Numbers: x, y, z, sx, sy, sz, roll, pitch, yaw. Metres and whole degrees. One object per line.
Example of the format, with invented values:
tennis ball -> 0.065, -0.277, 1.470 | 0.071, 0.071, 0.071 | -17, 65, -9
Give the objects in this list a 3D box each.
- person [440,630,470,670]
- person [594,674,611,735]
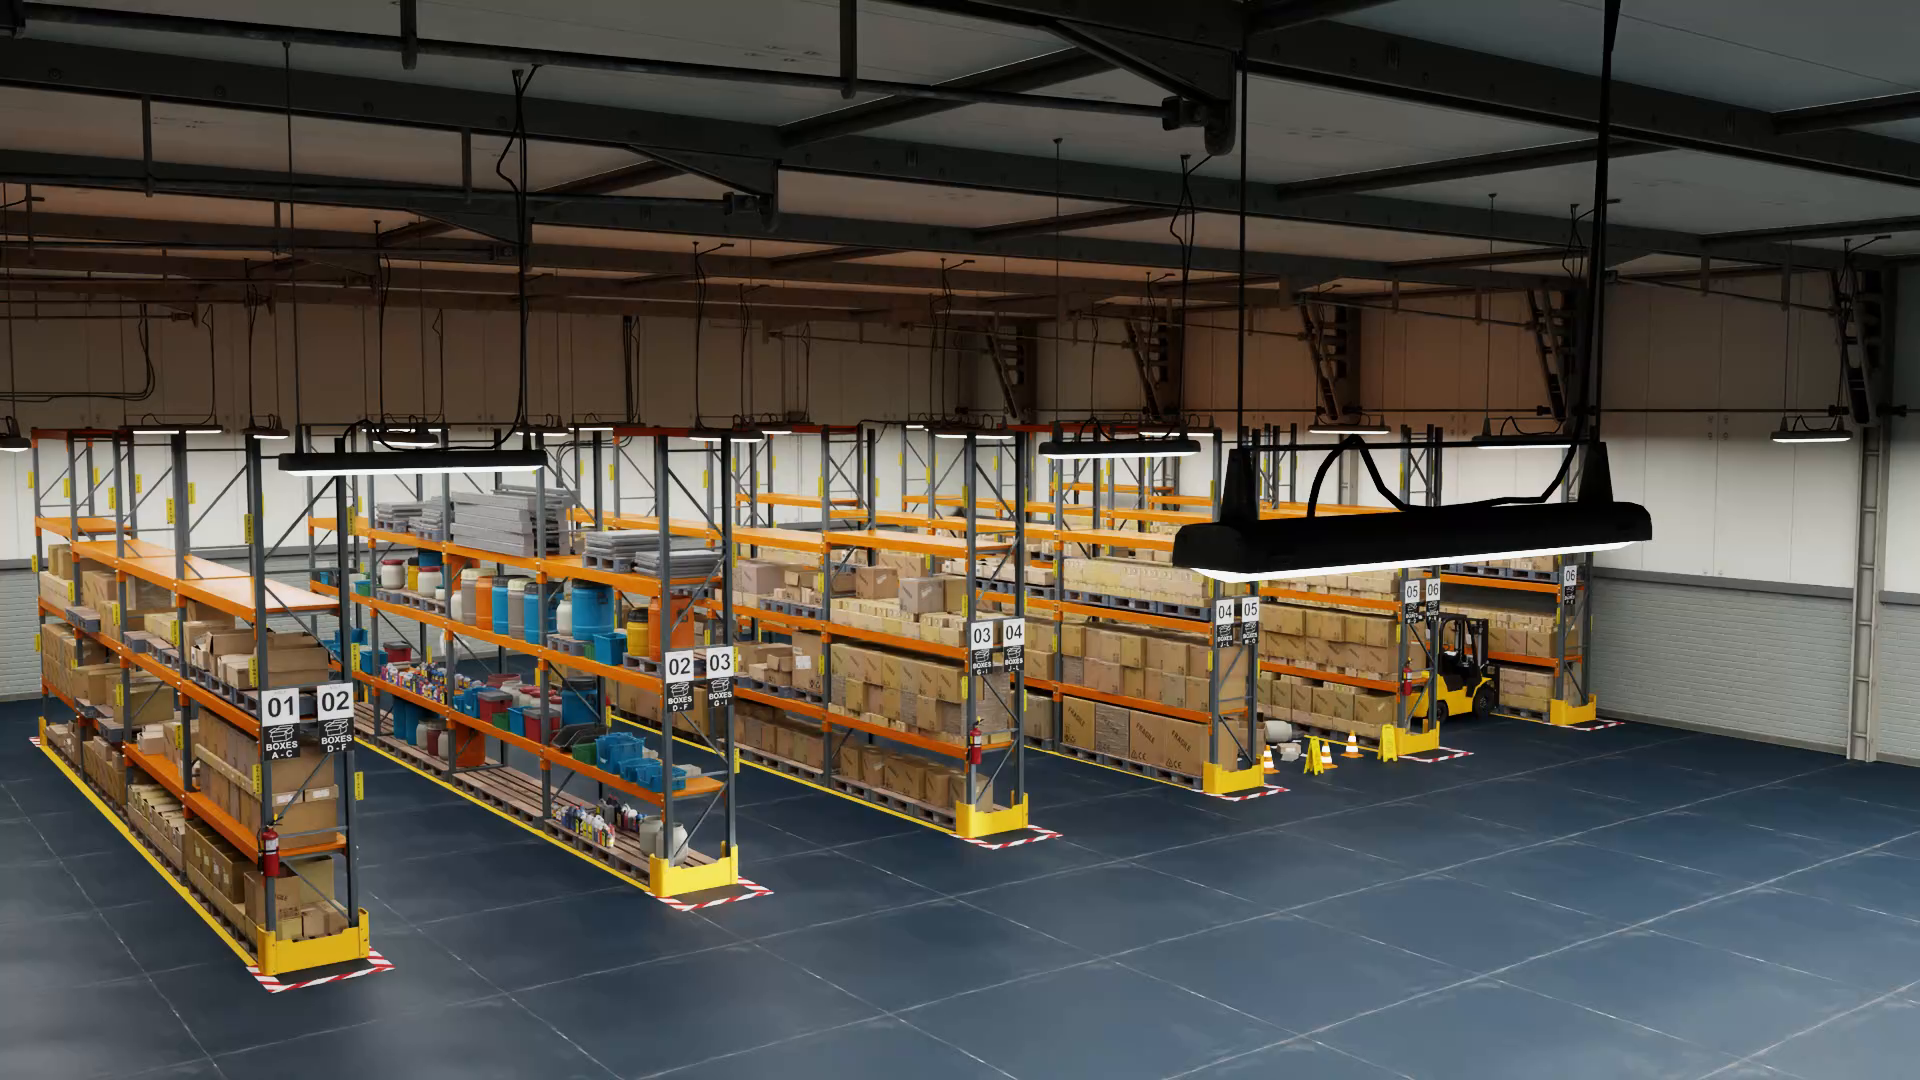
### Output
person -> -11.692, 2.514, 38.407 | 0.641, 1.691, 0.904 | -3, 6, -37
person -> -6.295, 3.198, 29.156 | 0.493, 1.751, 0.611 | -1, 5, -14
